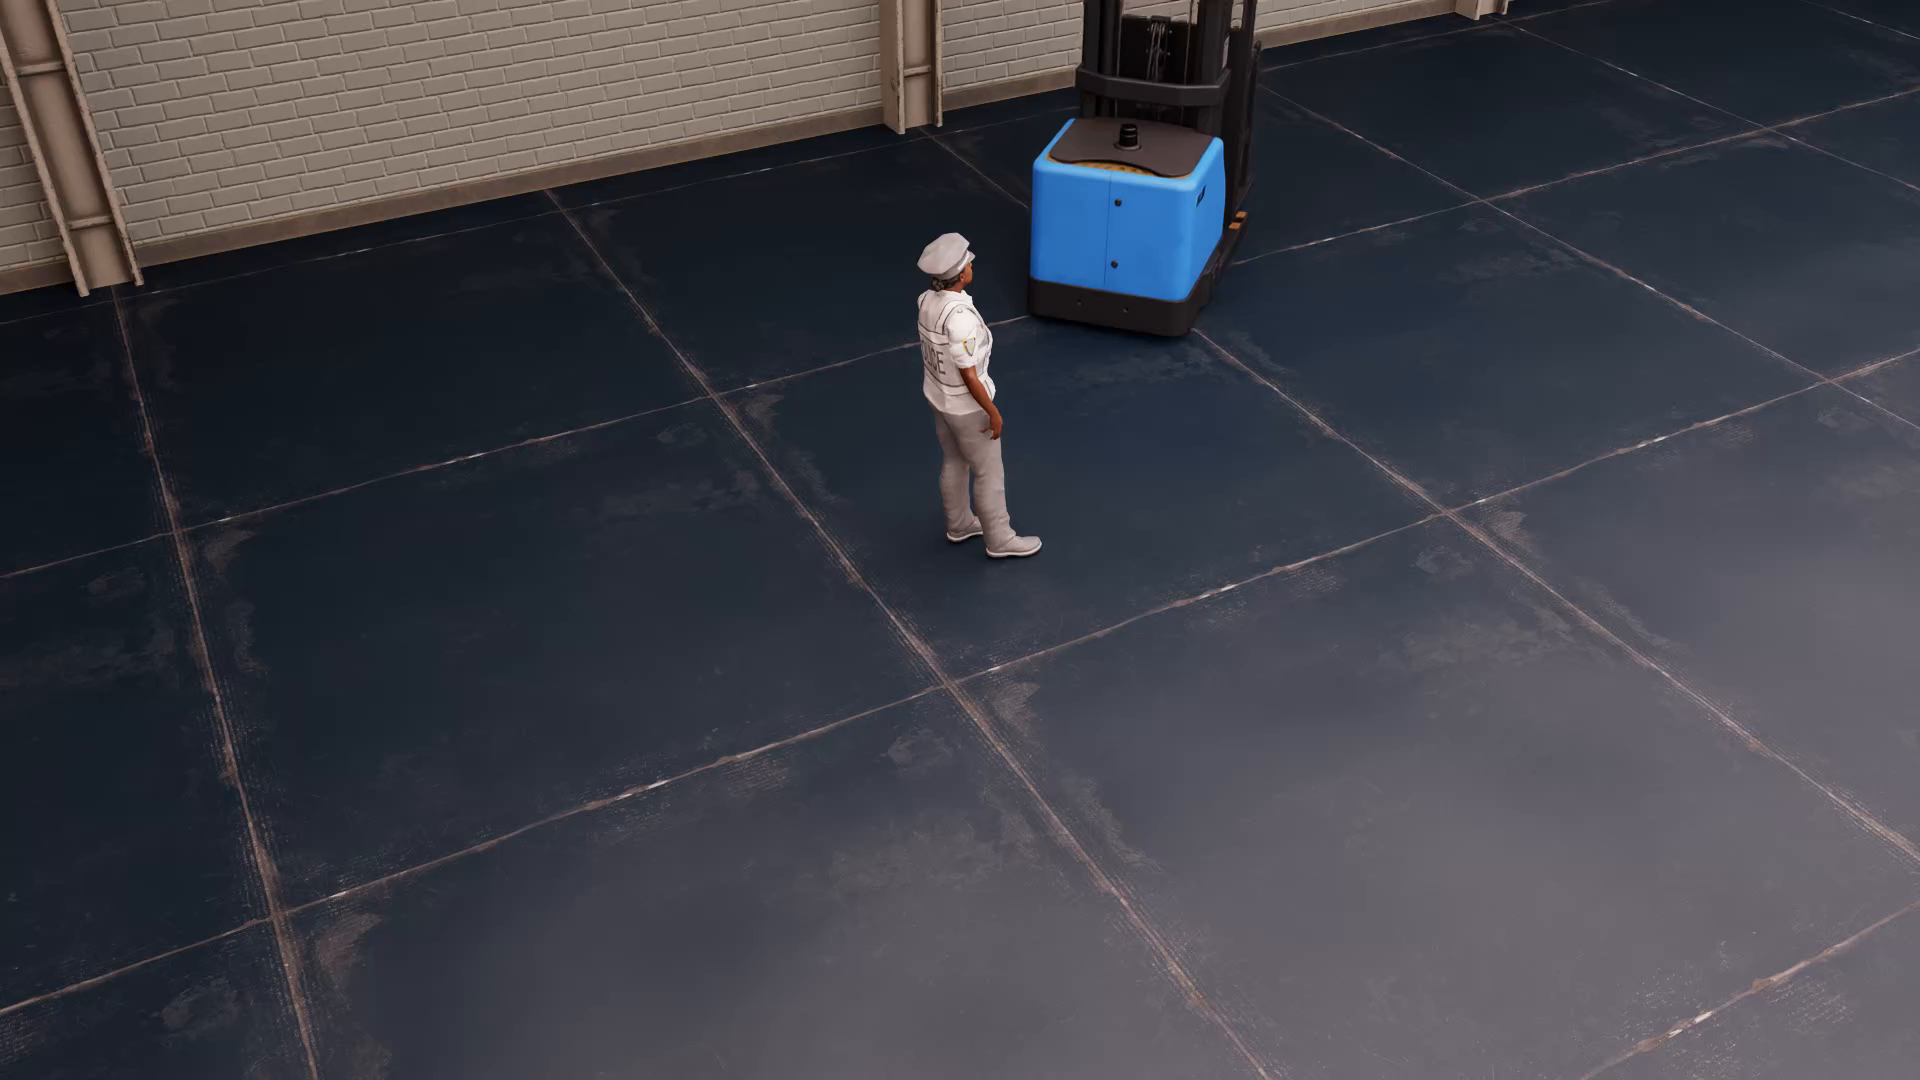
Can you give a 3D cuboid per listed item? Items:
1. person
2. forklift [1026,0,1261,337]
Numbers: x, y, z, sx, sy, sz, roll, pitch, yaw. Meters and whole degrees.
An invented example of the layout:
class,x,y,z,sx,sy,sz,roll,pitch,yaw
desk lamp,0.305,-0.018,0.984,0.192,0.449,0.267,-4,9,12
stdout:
class,x,y,z,sx,sy,sz,roll,pitch,yaw
person,0.075,-0.708,8.183,0.530,1.695,0.570,-17,39,-23
forklift,1.404,-3.308,10.803,1.130,2.935,3.031,12,37,16
